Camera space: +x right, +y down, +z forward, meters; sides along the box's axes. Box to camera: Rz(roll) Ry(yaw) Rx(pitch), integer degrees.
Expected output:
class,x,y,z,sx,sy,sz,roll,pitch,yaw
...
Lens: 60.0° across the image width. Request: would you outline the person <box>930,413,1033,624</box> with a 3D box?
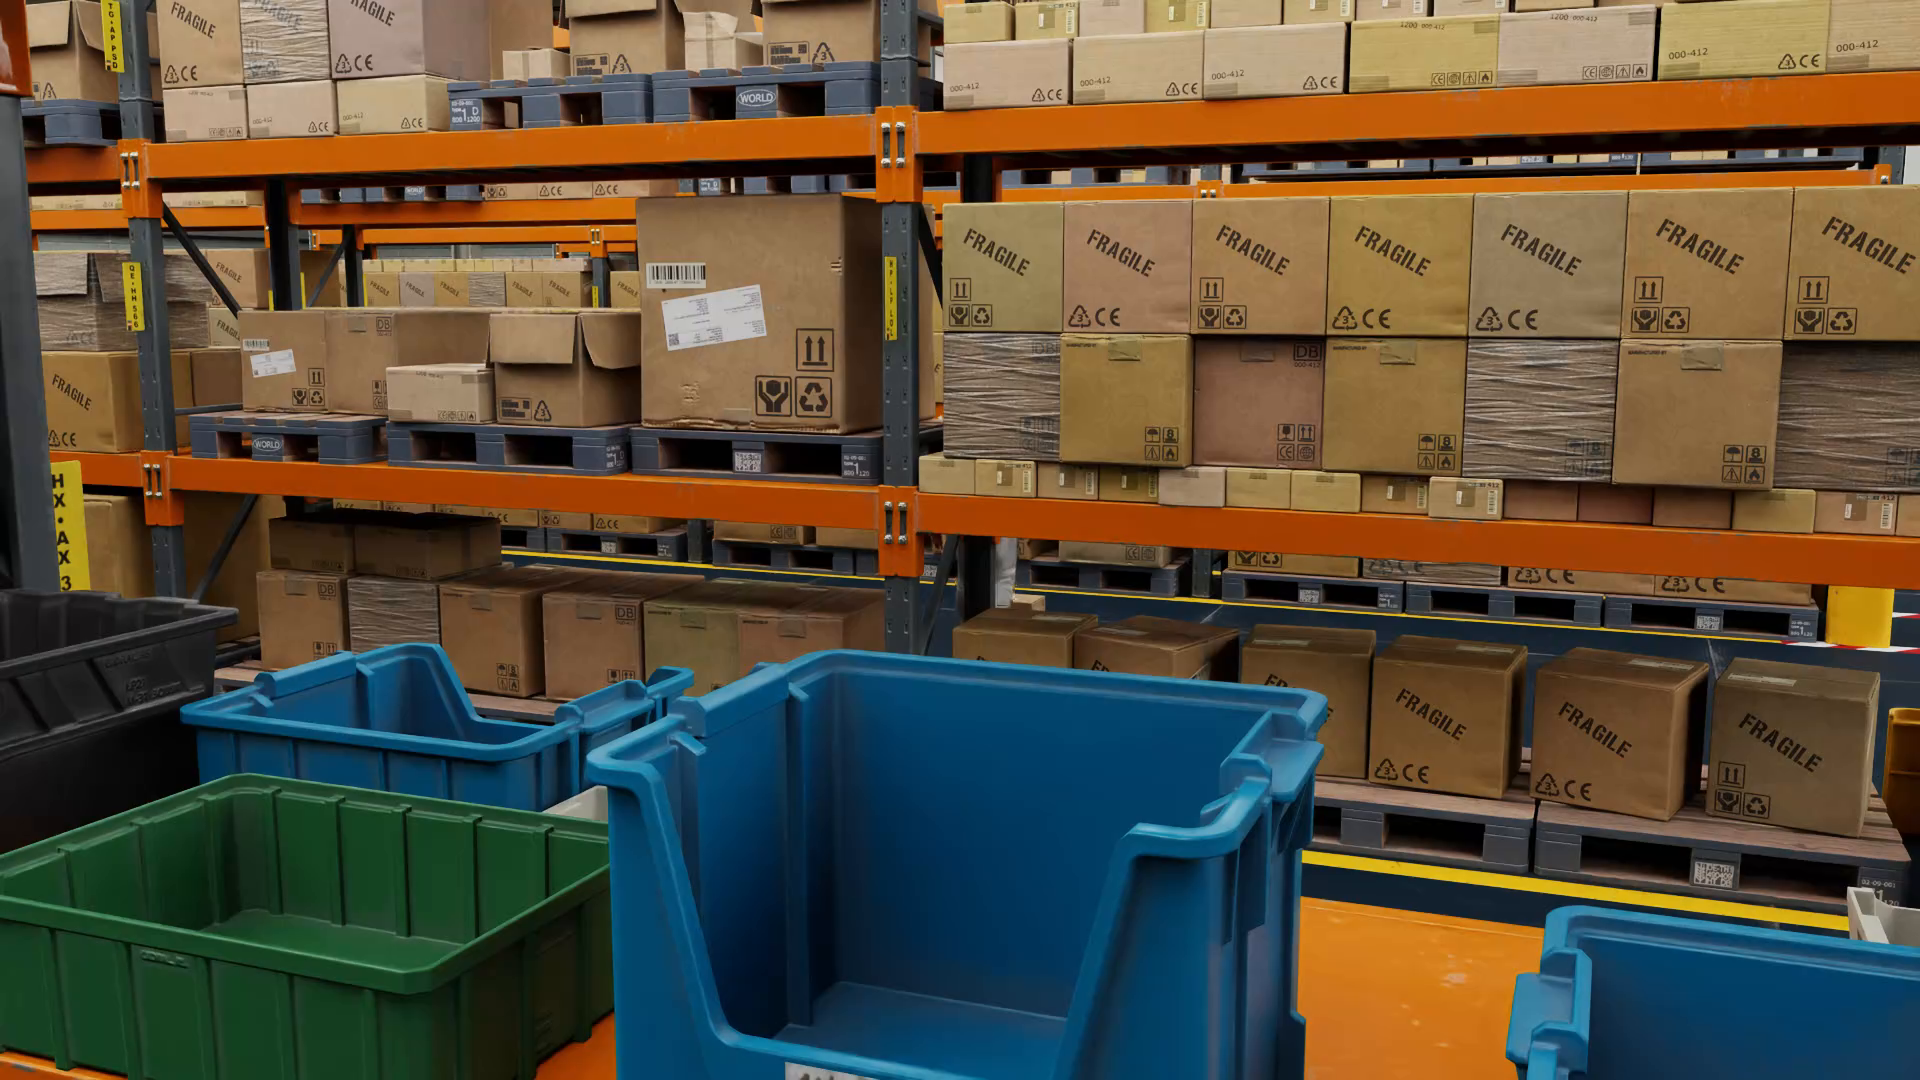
class,x,y,z,sx,sy,sz,roll,pitch,yaw
person,0.137,-0.157,9.307,0.602,1.743,0.904,3,9,21
